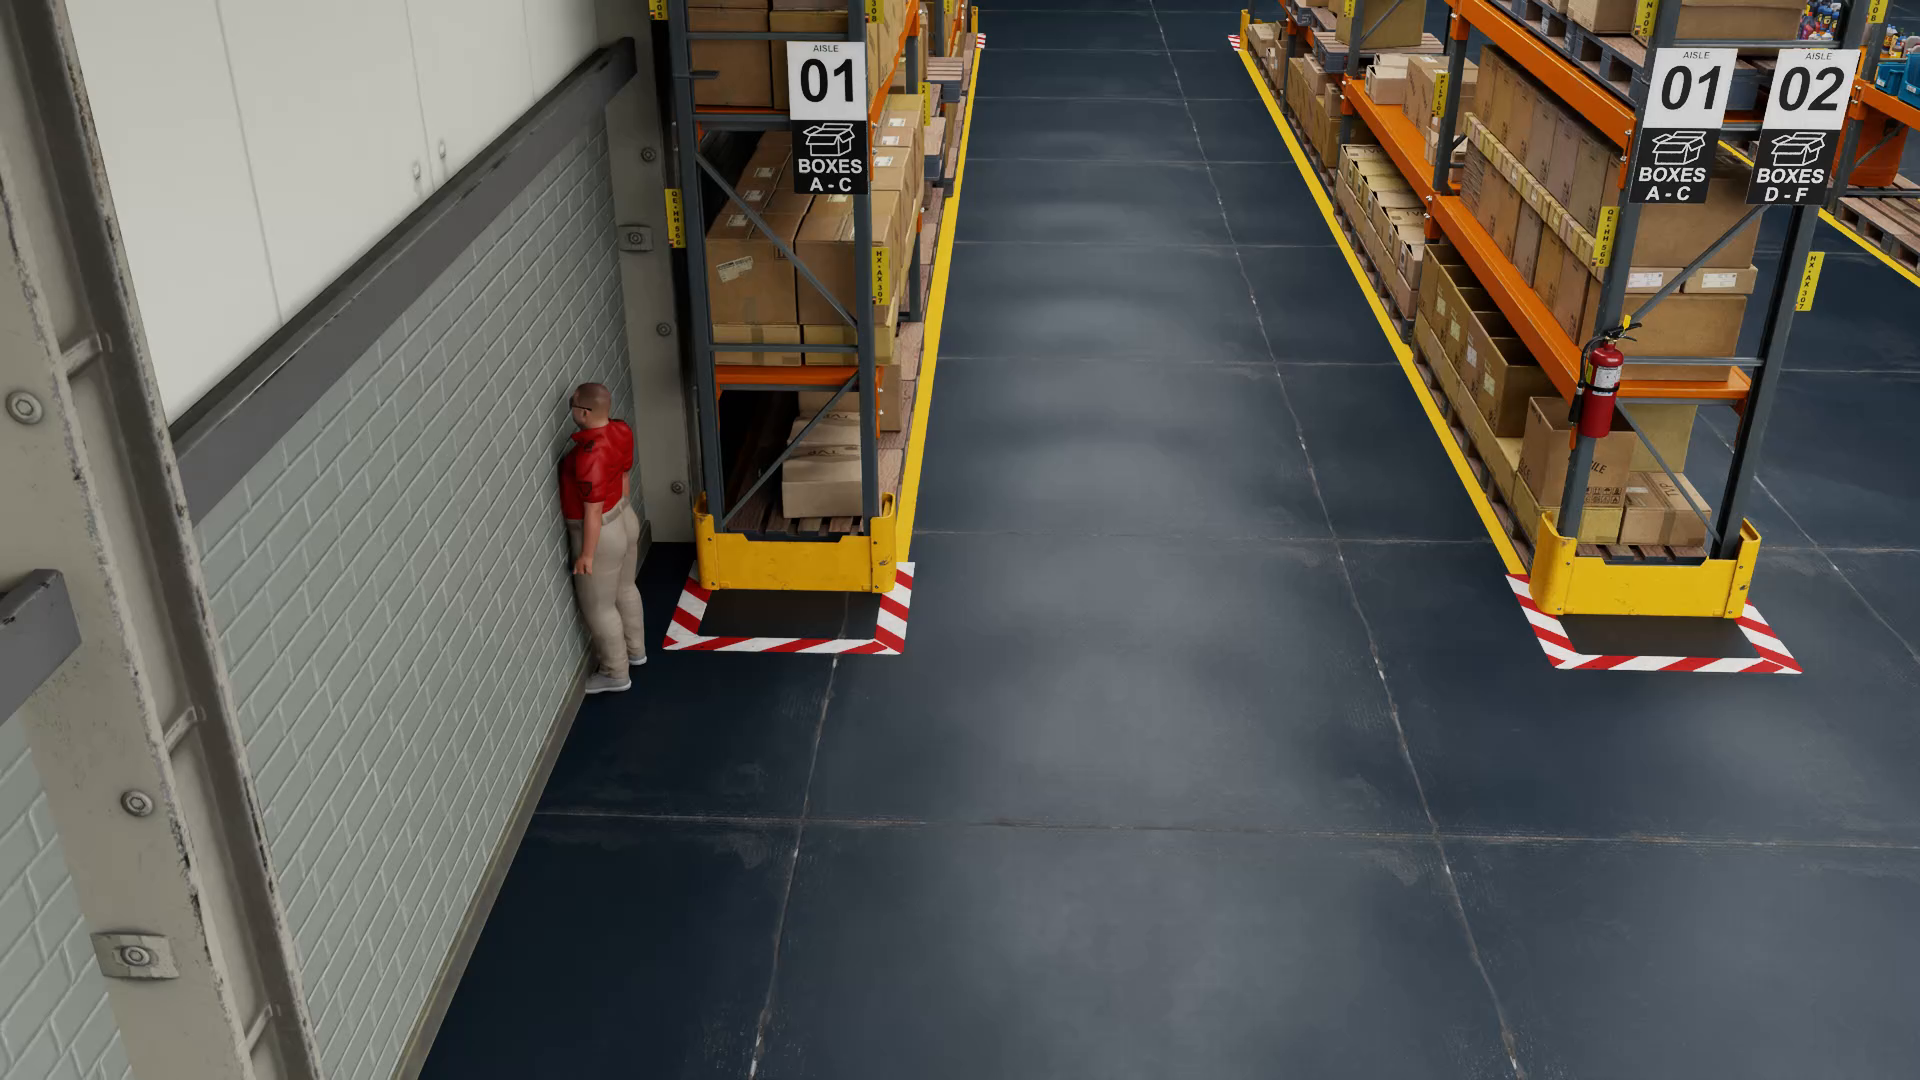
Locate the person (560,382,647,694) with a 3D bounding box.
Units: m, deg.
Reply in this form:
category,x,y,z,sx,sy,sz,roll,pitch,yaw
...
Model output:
category,x,y,z,sx,sy,sz,roll,pitch,yaw
person,-1.892,-0.022,8.684,0.379,1.728,0.519,5,28,10
